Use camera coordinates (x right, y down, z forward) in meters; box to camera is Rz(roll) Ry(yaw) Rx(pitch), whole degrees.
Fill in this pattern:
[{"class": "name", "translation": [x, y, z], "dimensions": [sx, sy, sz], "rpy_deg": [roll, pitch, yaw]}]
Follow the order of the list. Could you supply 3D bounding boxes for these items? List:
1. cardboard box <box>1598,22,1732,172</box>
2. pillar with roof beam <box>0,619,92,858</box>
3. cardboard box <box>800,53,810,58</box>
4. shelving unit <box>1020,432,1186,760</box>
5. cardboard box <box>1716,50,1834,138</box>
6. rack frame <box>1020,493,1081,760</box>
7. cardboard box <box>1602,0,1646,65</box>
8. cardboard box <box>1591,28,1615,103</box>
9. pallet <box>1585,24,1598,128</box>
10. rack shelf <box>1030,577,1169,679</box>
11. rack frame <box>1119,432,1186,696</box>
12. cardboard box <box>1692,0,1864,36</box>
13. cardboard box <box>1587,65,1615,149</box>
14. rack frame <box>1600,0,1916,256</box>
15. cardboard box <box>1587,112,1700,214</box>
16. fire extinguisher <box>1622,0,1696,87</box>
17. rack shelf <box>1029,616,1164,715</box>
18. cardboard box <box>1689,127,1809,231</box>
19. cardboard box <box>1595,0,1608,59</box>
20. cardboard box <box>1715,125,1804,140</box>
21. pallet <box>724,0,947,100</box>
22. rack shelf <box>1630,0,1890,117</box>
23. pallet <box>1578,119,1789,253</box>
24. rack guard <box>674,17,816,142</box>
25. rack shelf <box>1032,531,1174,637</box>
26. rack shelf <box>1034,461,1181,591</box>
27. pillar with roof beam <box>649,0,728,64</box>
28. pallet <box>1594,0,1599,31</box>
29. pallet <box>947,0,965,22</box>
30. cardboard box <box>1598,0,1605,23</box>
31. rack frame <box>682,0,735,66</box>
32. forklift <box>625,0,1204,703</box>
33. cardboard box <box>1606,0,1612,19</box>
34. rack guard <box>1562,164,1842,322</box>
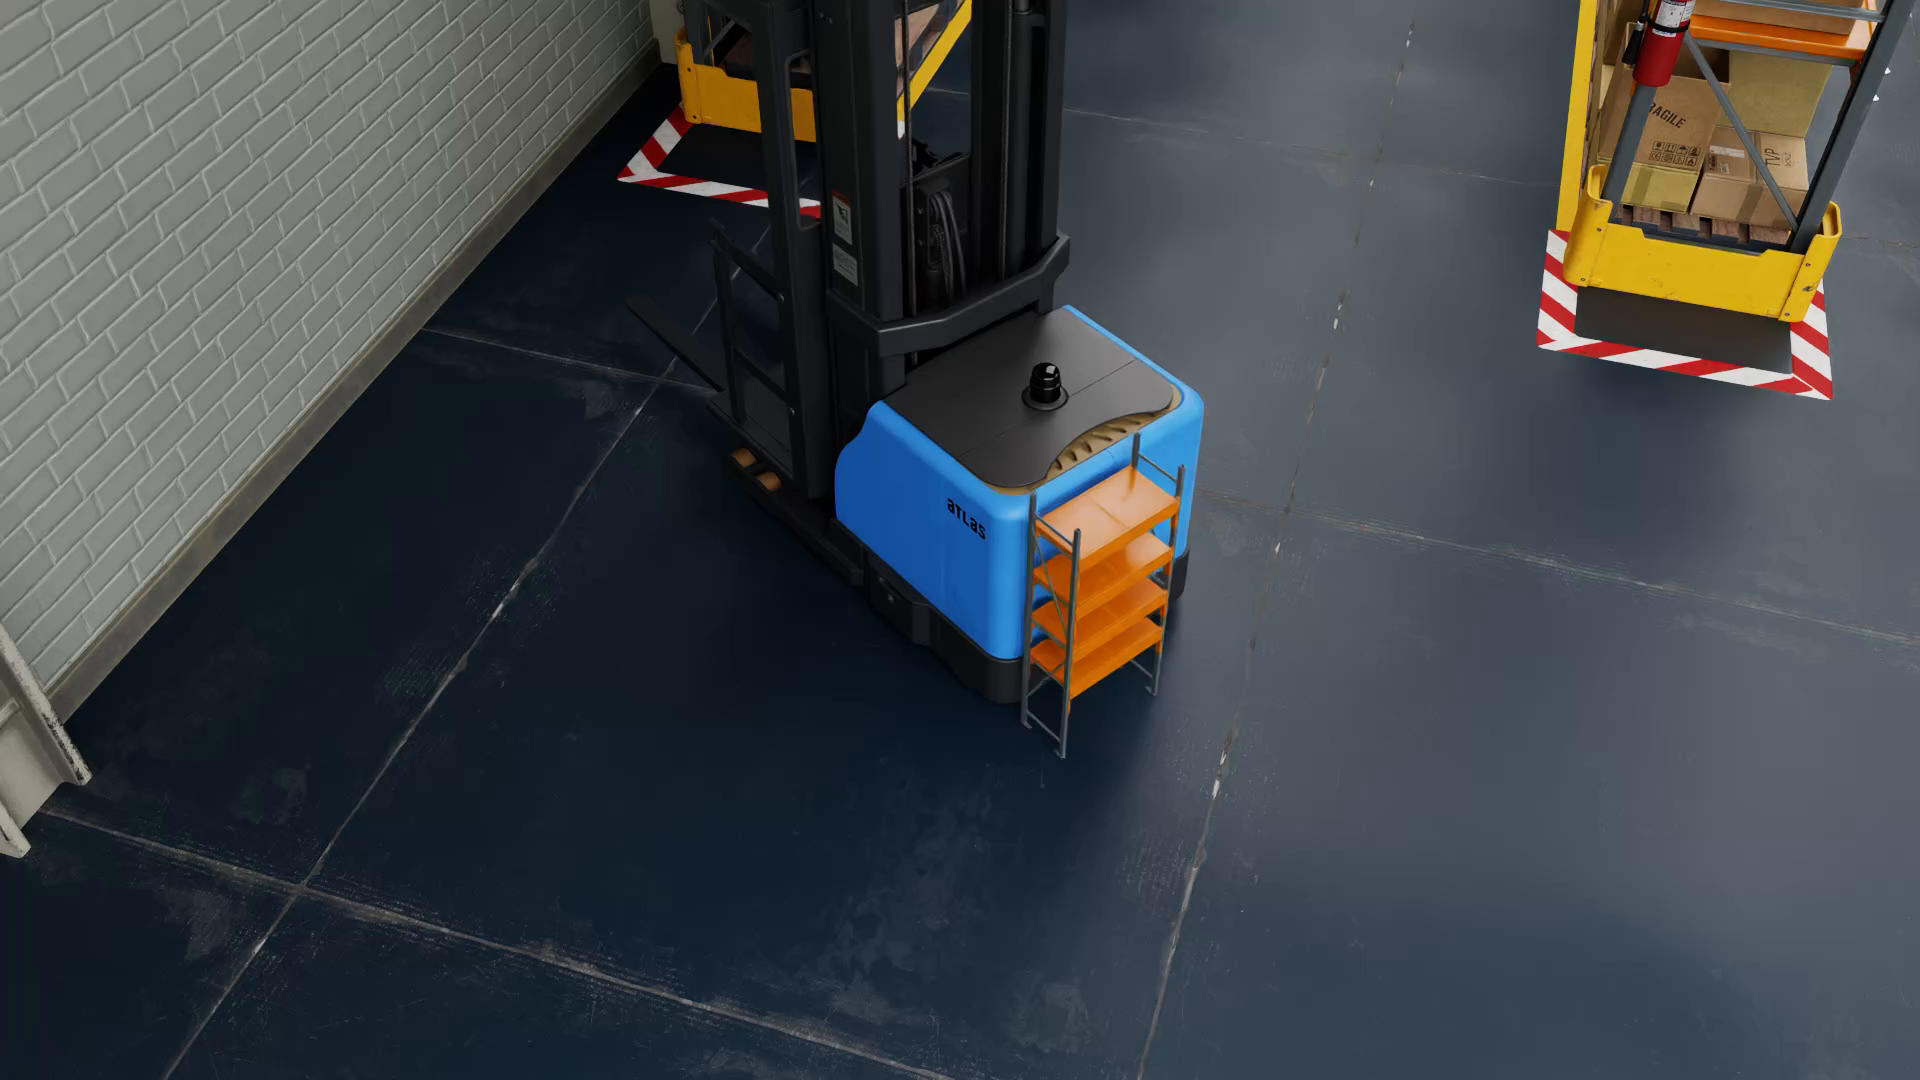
[{"class": "cardboard box", "translation": [3.568, -2.251, 8.434], "dimensions": [0.500, 0.500, 0.500], "rpy_deg": [13, 46, 13]}, {"class": "pillar with roof beam", "translation": [0.640, -1.324, 2.068], "dimensions": [9.100, 9.000, 0.400], "rpy_deg": [13, 46, 13]}, {"class": "cardboard box", "translation": [-0.738, -3.080, 9.759], "dimensions": [0.500, 0.311, 0.500], "rpy_deg": [8, 45, 8]}, {"class": "shelving unit", "translation": [0.503, 0.227, 6.059], "dimensions": [0.503, 1.200, 0.258], "rpy_deg": [-30, 52, -27]}, {"class": "cardboard box", "translation": [4.213, -2.474, 8.662], "dimensions": [0.500, 0.500, 0.500], "rpy_deg": [13, 46, 13]}, {"class": "rack frame", "translation": [0.316, 0.336, 5.947], "dimensions": [0.015, 1.200, 0.240], "rpy_deg": [-30, 52, -27]}, {"class": "cardboard box", "translation": [3.857, -2.920, 9.118], "dimensions": [0.500, 0.500, 0.500], "rpy_deg": [13, 46, 13]}, {"class": "cardboard box", "translation": [3.859, -2.652, 9.380], "dimensions": [0.500, 0.250, 0.500], "rpy_deg": [13, 46, 13]}, {"class": "pallet", "translation": [4.252, -2.727, 9.785], "dimensions": [1.003, 0.211, 1.213], "rpy_deg": [13, 46, 13]}, {"class": "rack shelf", "translation": [0.503, 0.275, 6.106], "dimensions": [0.480, 0.148, 0.258], "rpy_deg": [-30, 52, -27]}, {"class": "rack frame", "translation": [0.690, 0.117, 6.171], "dimensions": [0.015, 1.200, 0.240], "rpy_deg": [-30, 52, -27]}, {"class": "cardboard box", "translation": [3.843, -2.739, 7.732], "dimensions": [0.700, 0.500, 0.500], "rpy_deg": [13, 46, 13]}, {"class": "cardboard box", "translation": [3.710, -2.318, 9.039], "dimensions": [0.500, 0.250, 0.500], "rpy_deg": [13, 46, 13]}, {"class": "rack frame", "translation": [3.689, -2.395, 7.451], "dimensions": [1.000, 3.000, 0.127], "rpy_deg": [13, 46, 13]}, {"class": "cardboard box", "translation": [3.570, -1.982, 8.696], "dimensions": [0.500, 0.250, 0.500], "rpy_deg": [13, 46, 13]}, {"class": "fire extinguisher", "translation": [3.210, -2.387, 7.499], "dimensions": [0.296, 0.674, 0.183], "rpy_deg": [13, 46, 13]}, {"class": "rack shelf", "translation": [0.503, 0.416, 6.245], "dimensions": [0.480, 0.148, 0.258], "rpy_deg": [-30, 52, -27]}, {"class": "cardboard box", "translation": [4.063, -1.872, 8.583], "dimensions": [0.500, 0.250, 0.500], "rpy_deg": [13, 46, 13]}, {"class": "cardboard box", "translation": [4.013, -2.984, 9.720], "dimensions": [0.500, 0.250, 0.500], "rpy_deg": [13, 46, 13]}, {"class": "cardboard box", "translation": [4.211, -2.206, 8.925], "dimensions": [0.500, 0.250, 0.500], "rpy_deg": [13, 46, 13]}, {"class": "pallet", "translation": [-0.731, -3.029, 10.094], "dimensions": [1.003, 0.211, 1.213], "rpy_deg": [13, 46, 13]}, {"class": "rack shelf", "translation": [4.295, -3.471, 9.065], "dimensions": [1.077, 0.370, 4.000], "rpy_deg": [13, 46, 13]}, {"class": "pallet", "translation": [3.881, -1.917, 8.957], "dimensions": [1.003, 0.211, 1.213], "rpy_deg": [13, 46, 13]}, {"class": "rack guard", "translation": [-1.010, -2.599, 9.447], "dimensions": [1.175, 0.500, 0.348], "rpy_deg": [13, 46, 13]}, {"class": "rack shelf", "translation": [0.503, 0.115, 5.950], "dimensions": [0.480, 0.148, 0.258], "rpy_deg": [-30, 52, -27]}, {"class": "rack shelf", "translation": [0.503, -0.054, 5.784], "dimensions": [0.480, 0.148, 0.258], "rpy_deg": [-30, 52, -27]}, {"class": "pillar with roof beam", "translation": [2.457, -5.324, 6.155], "dimensions": [9.100, 9.000, 0.400], "rpy_deg": [13, 46, 13]}, {"class": "pallet", "translation": [4.620, -3.543, 10.619], "dimensions": [1.003, 0.211, 1.213], "rpy_deg": [13, 46, 13]}, {"class": "pallet", "translation": [-0.359, -3.840, 10.922], "dimensions": [1.003, 0.211, 1.213], "rpy_deg": [13, 46, 13]}, {"class": "cardboard box", "translation": [4.158, -3.319, 10.062], "dimensions": [0.500, 0.250, 0.500], "rpy_deg": [13, 46, 13]}, {"class": "rack frame", "translation": [-1.033, -3.441, 8.521], "dimensions": [1.000, 3.000, 0.127], "rpy_deg": [13, 46, 13]}, {"class": "forklift", "translation": [-0.399, -1.386, 6.470], "dimensions": [1.130, 2.935, 3.031], "rpy_deg": [-30, 52, -27]}, {"class": "cardboard box", "translation": [4.009, -3.253, 9.458], "dimensions": [0.500, 0.500, 0.500], "rpy_deg": [13, 46, 13]}, {"class": "rack guard", "translation": [3.682, -1.485, 8.309], "dimensions": [1.175, 0.500, 0.348], "rpy_deg": [13, 46, 13]}]
